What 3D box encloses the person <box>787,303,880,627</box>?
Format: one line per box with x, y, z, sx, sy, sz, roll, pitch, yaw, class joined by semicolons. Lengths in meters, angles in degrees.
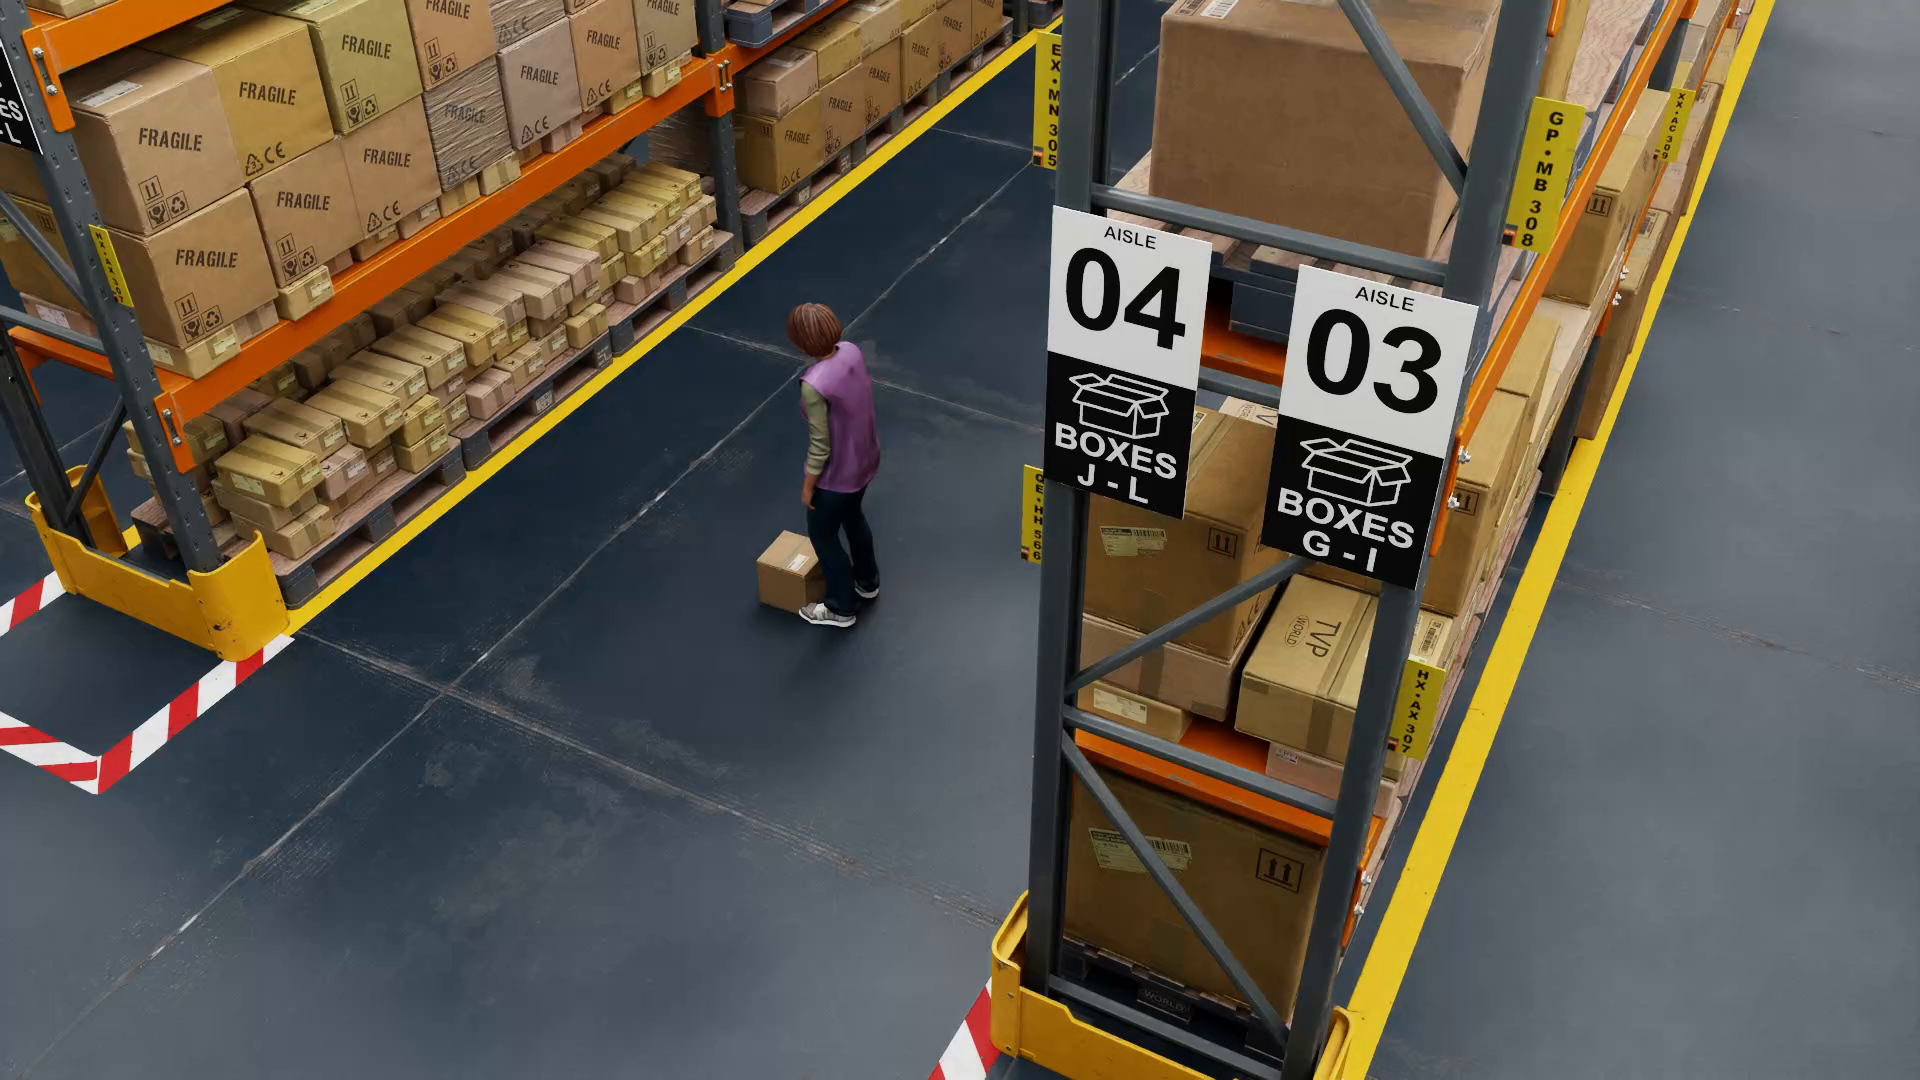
-0.528;-0.308;7.144;0.345;1.591;0.460;17;42;20;person
